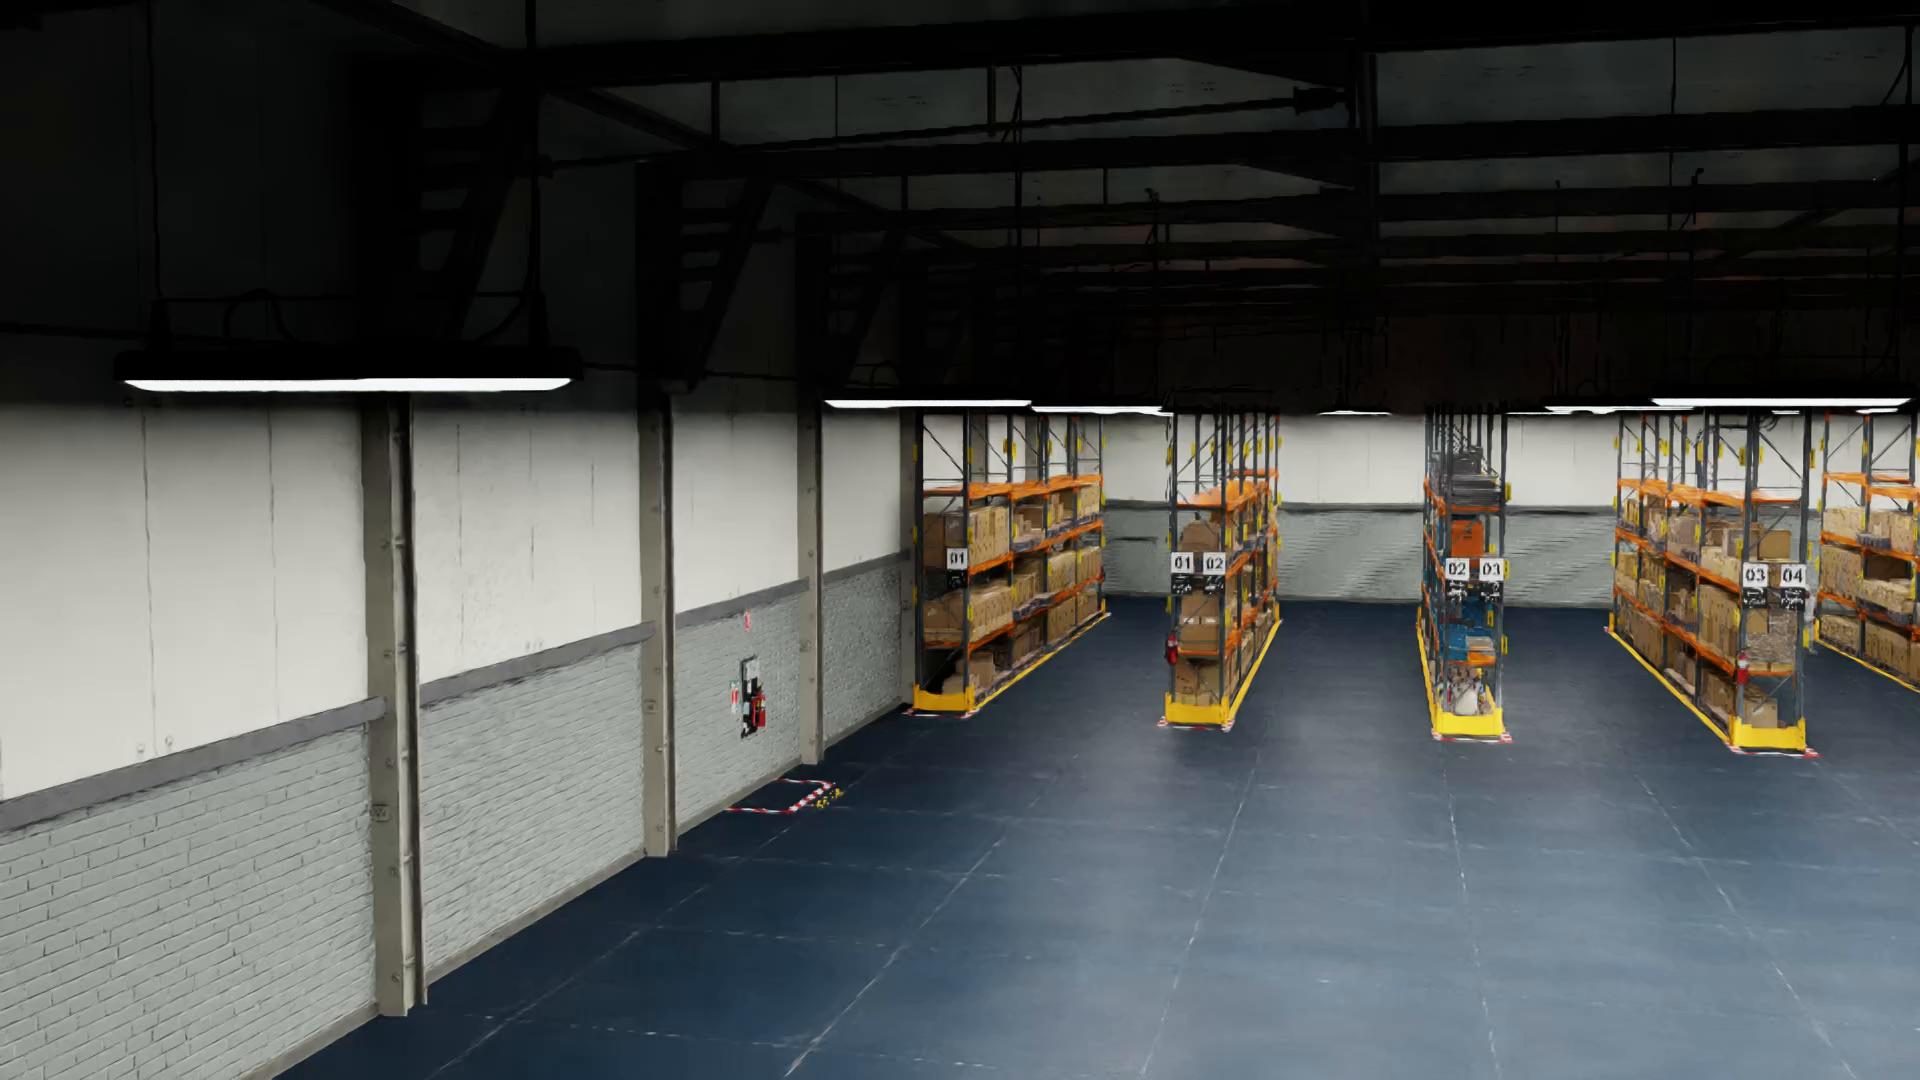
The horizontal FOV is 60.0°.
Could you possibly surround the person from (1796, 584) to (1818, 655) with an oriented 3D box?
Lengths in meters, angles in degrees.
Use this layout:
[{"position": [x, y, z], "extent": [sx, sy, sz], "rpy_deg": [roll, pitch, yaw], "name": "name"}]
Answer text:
[{"position": [20.412, 1.898, 40.213], "extent": [0.577, 1.691, 1.121], "rpy_deg": [1, 4, 17], "name": "person"}]
